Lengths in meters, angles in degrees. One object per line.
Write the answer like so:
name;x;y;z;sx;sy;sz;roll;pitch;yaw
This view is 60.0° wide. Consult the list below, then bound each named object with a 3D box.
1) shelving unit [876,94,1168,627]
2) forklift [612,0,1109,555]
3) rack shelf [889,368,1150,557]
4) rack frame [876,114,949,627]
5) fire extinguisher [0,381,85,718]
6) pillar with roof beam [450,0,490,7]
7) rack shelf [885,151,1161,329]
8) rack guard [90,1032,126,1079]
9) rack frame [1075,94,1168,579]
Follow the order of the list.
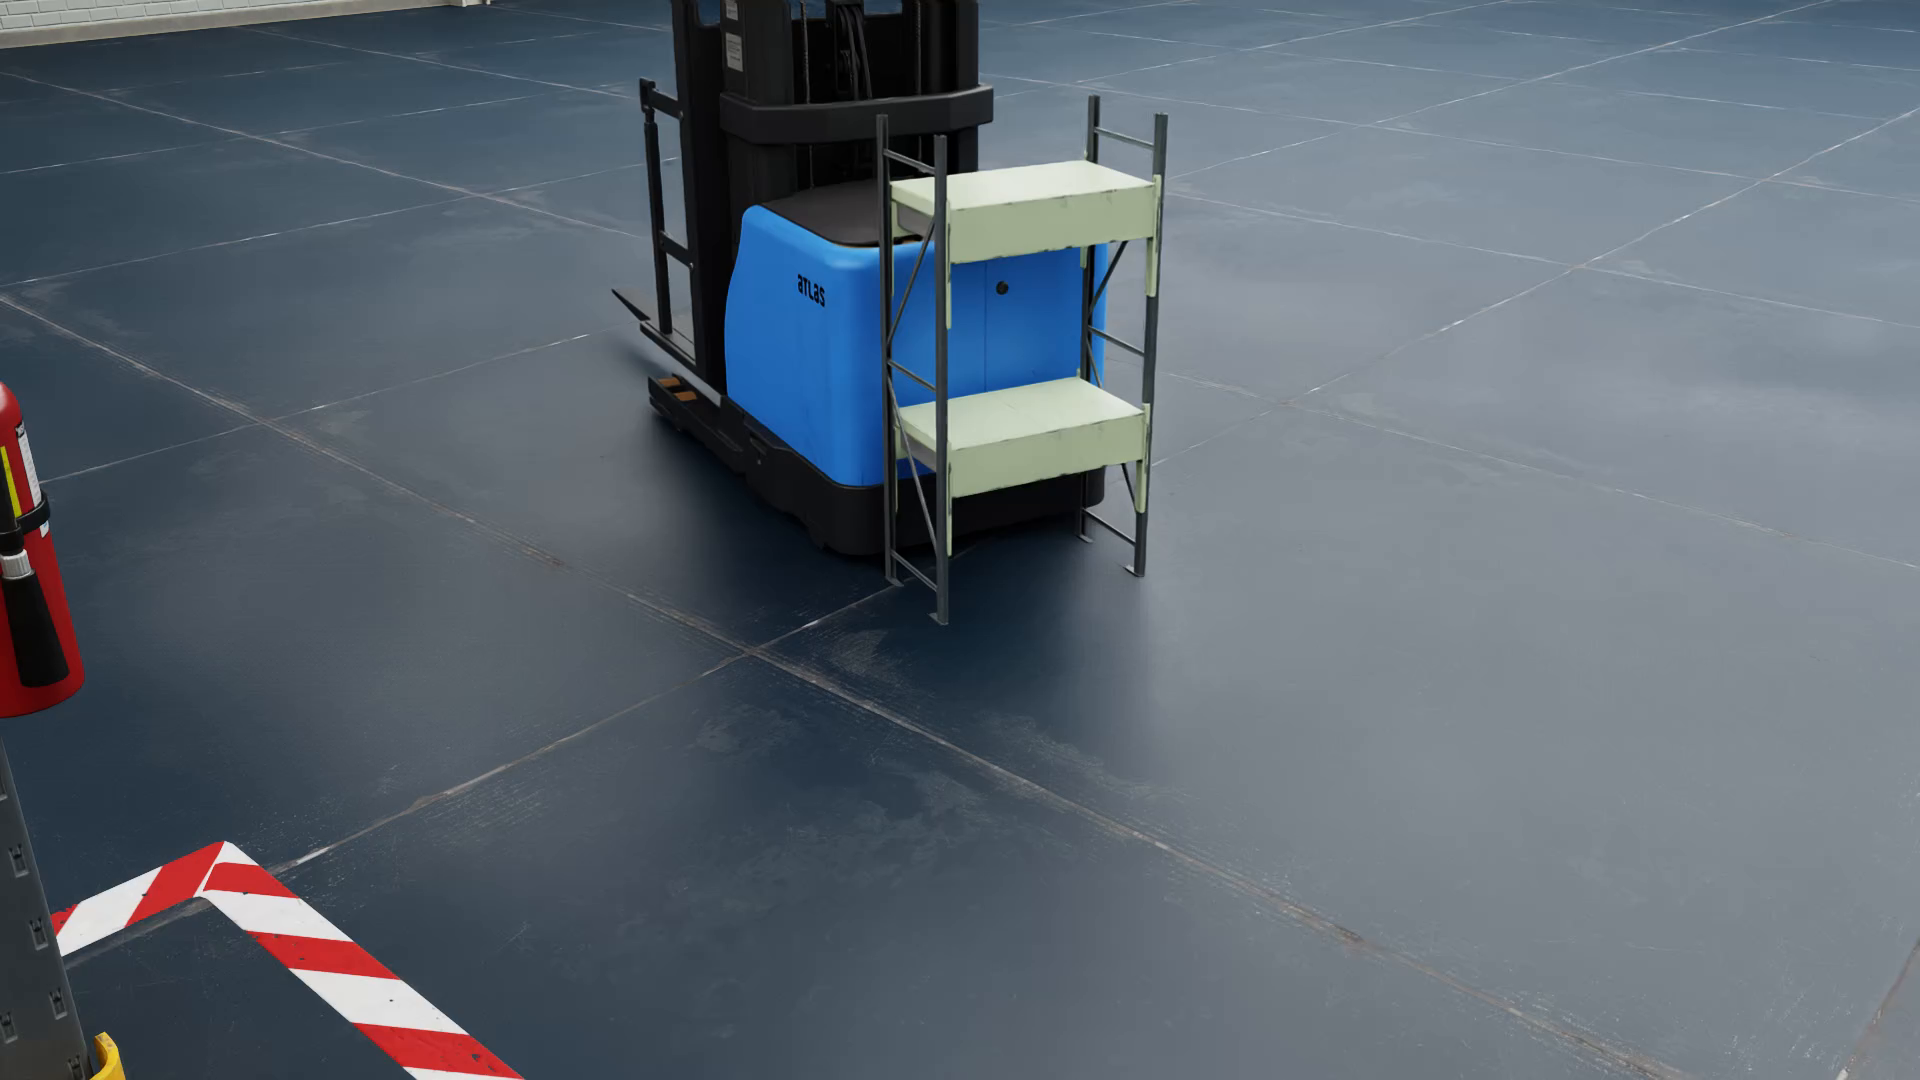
shelving unit;0.182;-0.559;5.164;0.755;1.500;0.431;-12;27;-26
forklift;-0.631;-1.851;6.297;1.130;2.935;3.031;-12;27;-26
rack shelf;0.182;-0.262;5.297;0.720;0.370;0.431;-12;27;-26
rack frame;-0.140;-0.488;5.005;0.023;1.500;0.400;-12;27;-26
fire extinguisher;-1.403;-0.079;2.354;0.296;0.674;0.183;20;31;38
pillar with roof beam;-2.822;-9.517;15.977;9.100;9.000;0.400;20;31;38
rack shelf;0.182;-0.915;5.004;0.720;0.370;0.431;-12;27;-26
rack guard;-1.873;0.959;3.001;1.175;0.500;0.348;20;31;38
rack frame;0.504;-0.630;5.323;0.023;1.500;0.400;-12;27;-26
